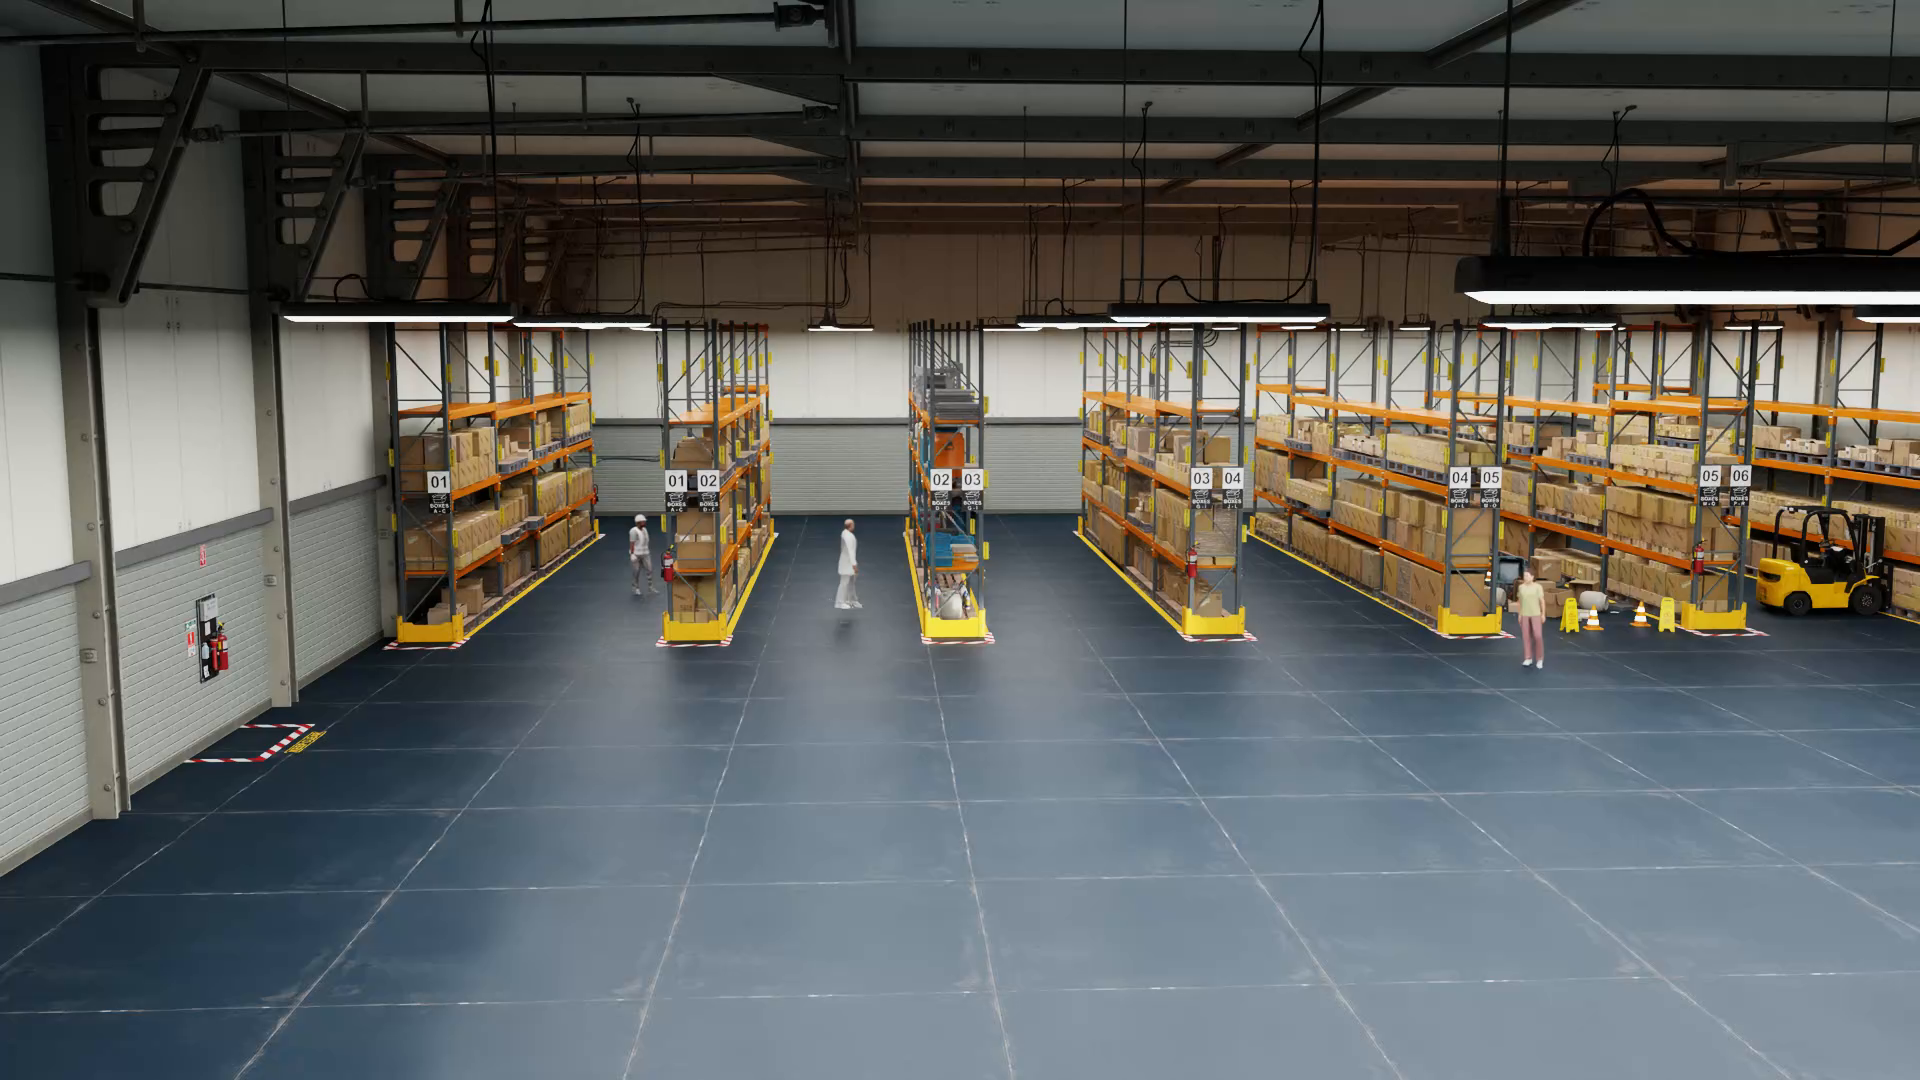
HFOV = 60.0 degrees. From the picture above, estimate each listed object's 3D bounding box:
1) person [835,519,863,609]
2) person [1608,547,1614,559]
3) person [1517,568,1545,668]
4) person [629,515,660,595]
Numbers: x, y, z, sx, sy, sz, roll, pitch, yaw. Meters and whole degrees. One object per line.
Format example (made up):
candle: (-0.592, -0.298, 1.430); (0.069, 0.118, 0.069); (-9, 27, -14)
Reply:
person: (-2.233, 0.491, 33.234); (0.533, 1.837, 0.713); (0, 7, 1)
person: (16.196, -0.219, 41.605); (0.441, 1.652, 0.495); (3, 7, 20)
person: (9.907, 1.346, 28.864); (0.542, 1.712, 0.391); (5, 9, 36)
person: (-6.987, 0.334, 36.549); (0.571, 1.781, 0.588); (-7, 10, -44)
